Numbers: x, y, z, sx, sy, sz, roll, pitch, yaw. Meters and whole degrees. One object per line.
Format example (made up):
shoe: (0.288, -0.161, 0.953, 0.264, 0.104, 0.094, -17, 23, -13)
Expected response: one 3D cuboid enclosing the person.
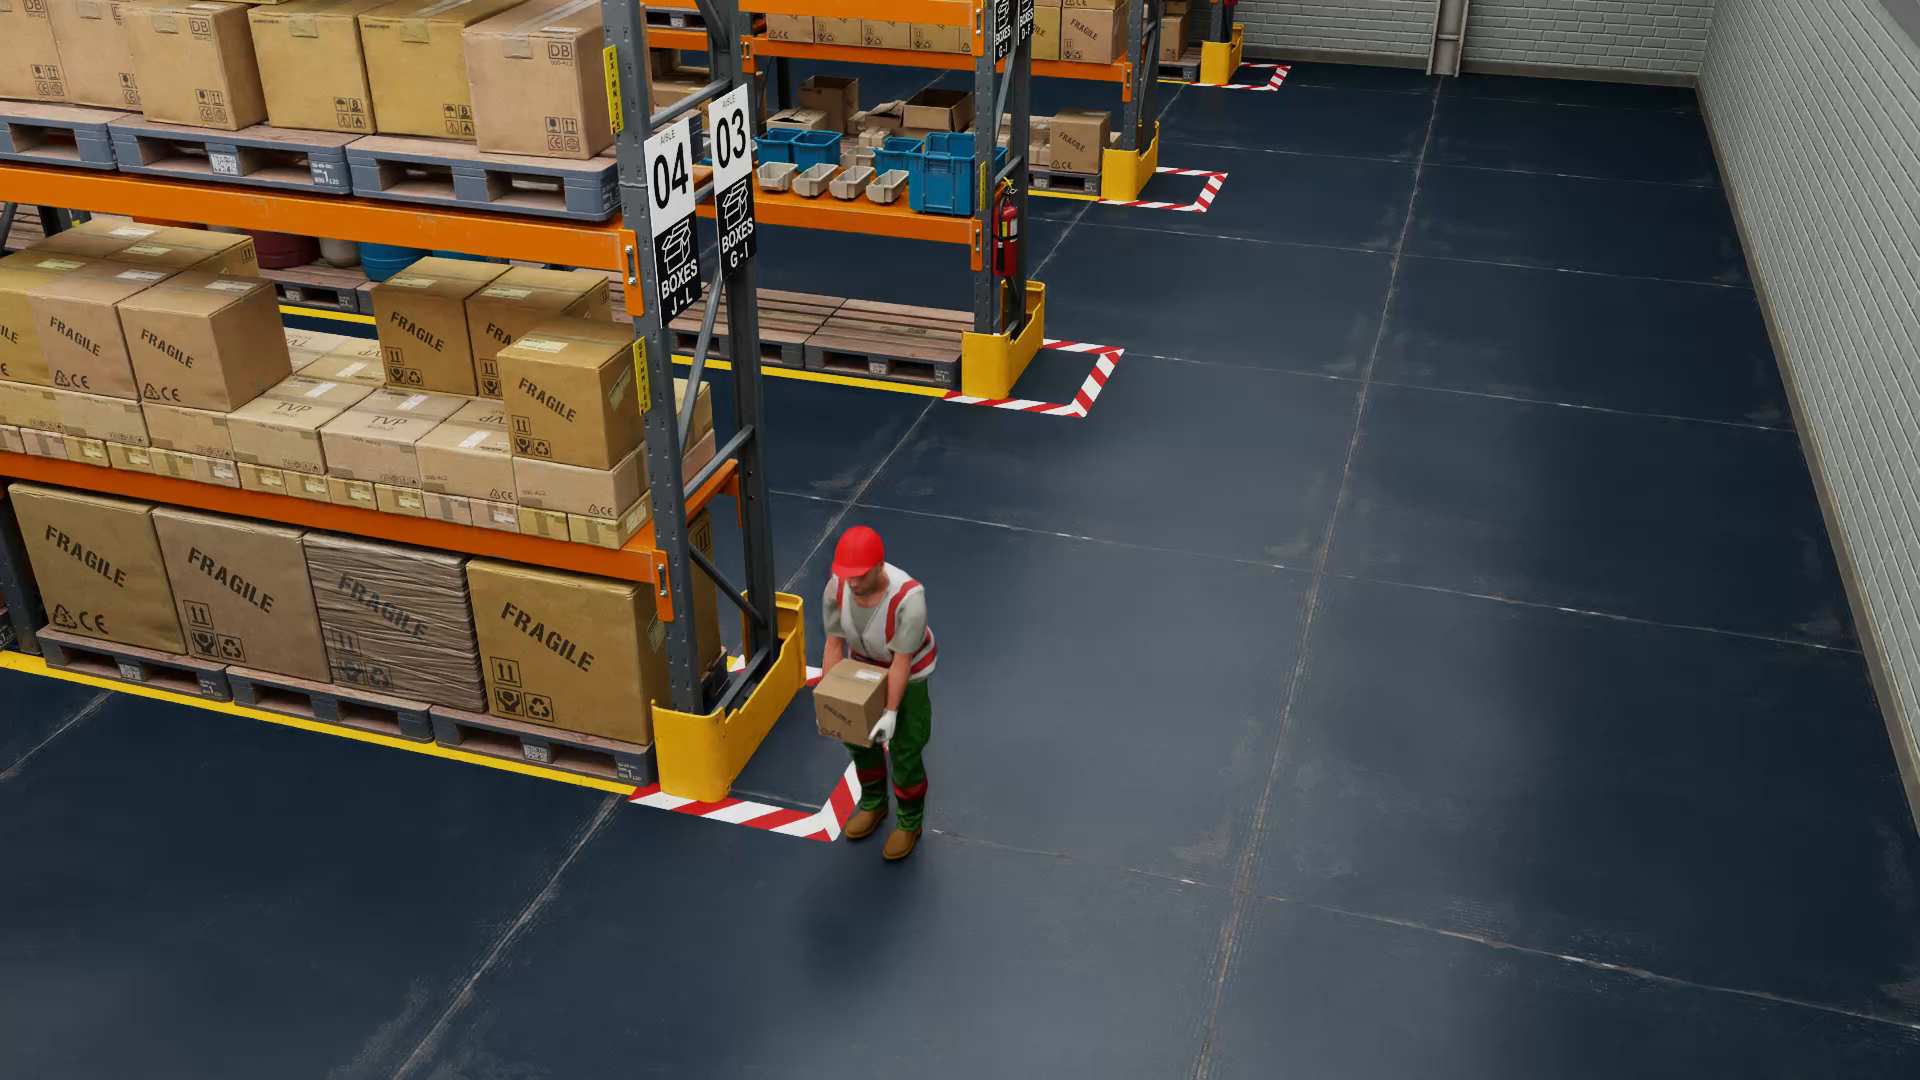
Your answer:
person: (-0.359, 0.655, 7.367, 0.482, 1.725, 0.607, 14, 32, 24)
